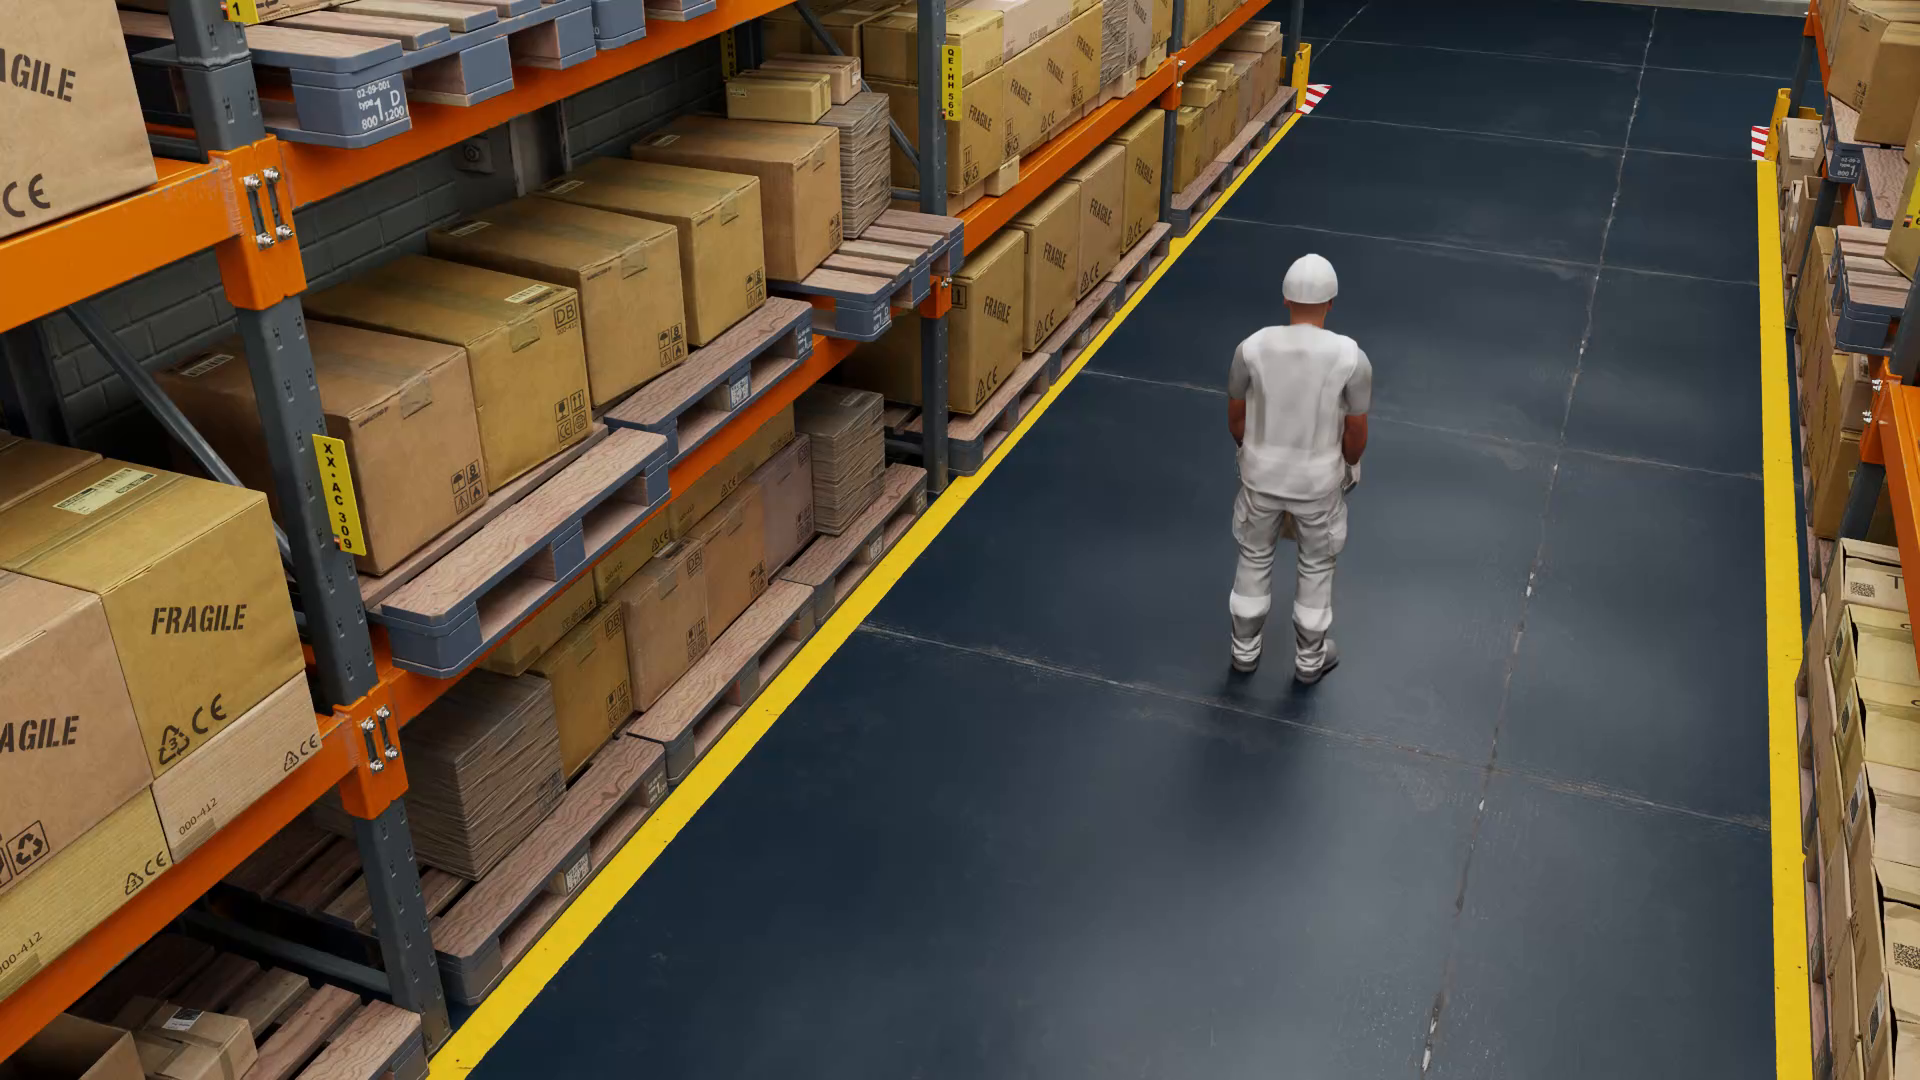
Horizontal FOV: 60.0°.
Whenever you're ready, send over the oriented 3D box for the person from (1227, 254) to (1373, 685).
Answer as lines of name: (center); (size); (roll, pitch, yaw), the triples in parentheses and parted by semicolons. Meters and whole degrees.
person: (1.306, -0.256, 6.558); (0.544, 1.788, 0.414); (11, 31, 18)
